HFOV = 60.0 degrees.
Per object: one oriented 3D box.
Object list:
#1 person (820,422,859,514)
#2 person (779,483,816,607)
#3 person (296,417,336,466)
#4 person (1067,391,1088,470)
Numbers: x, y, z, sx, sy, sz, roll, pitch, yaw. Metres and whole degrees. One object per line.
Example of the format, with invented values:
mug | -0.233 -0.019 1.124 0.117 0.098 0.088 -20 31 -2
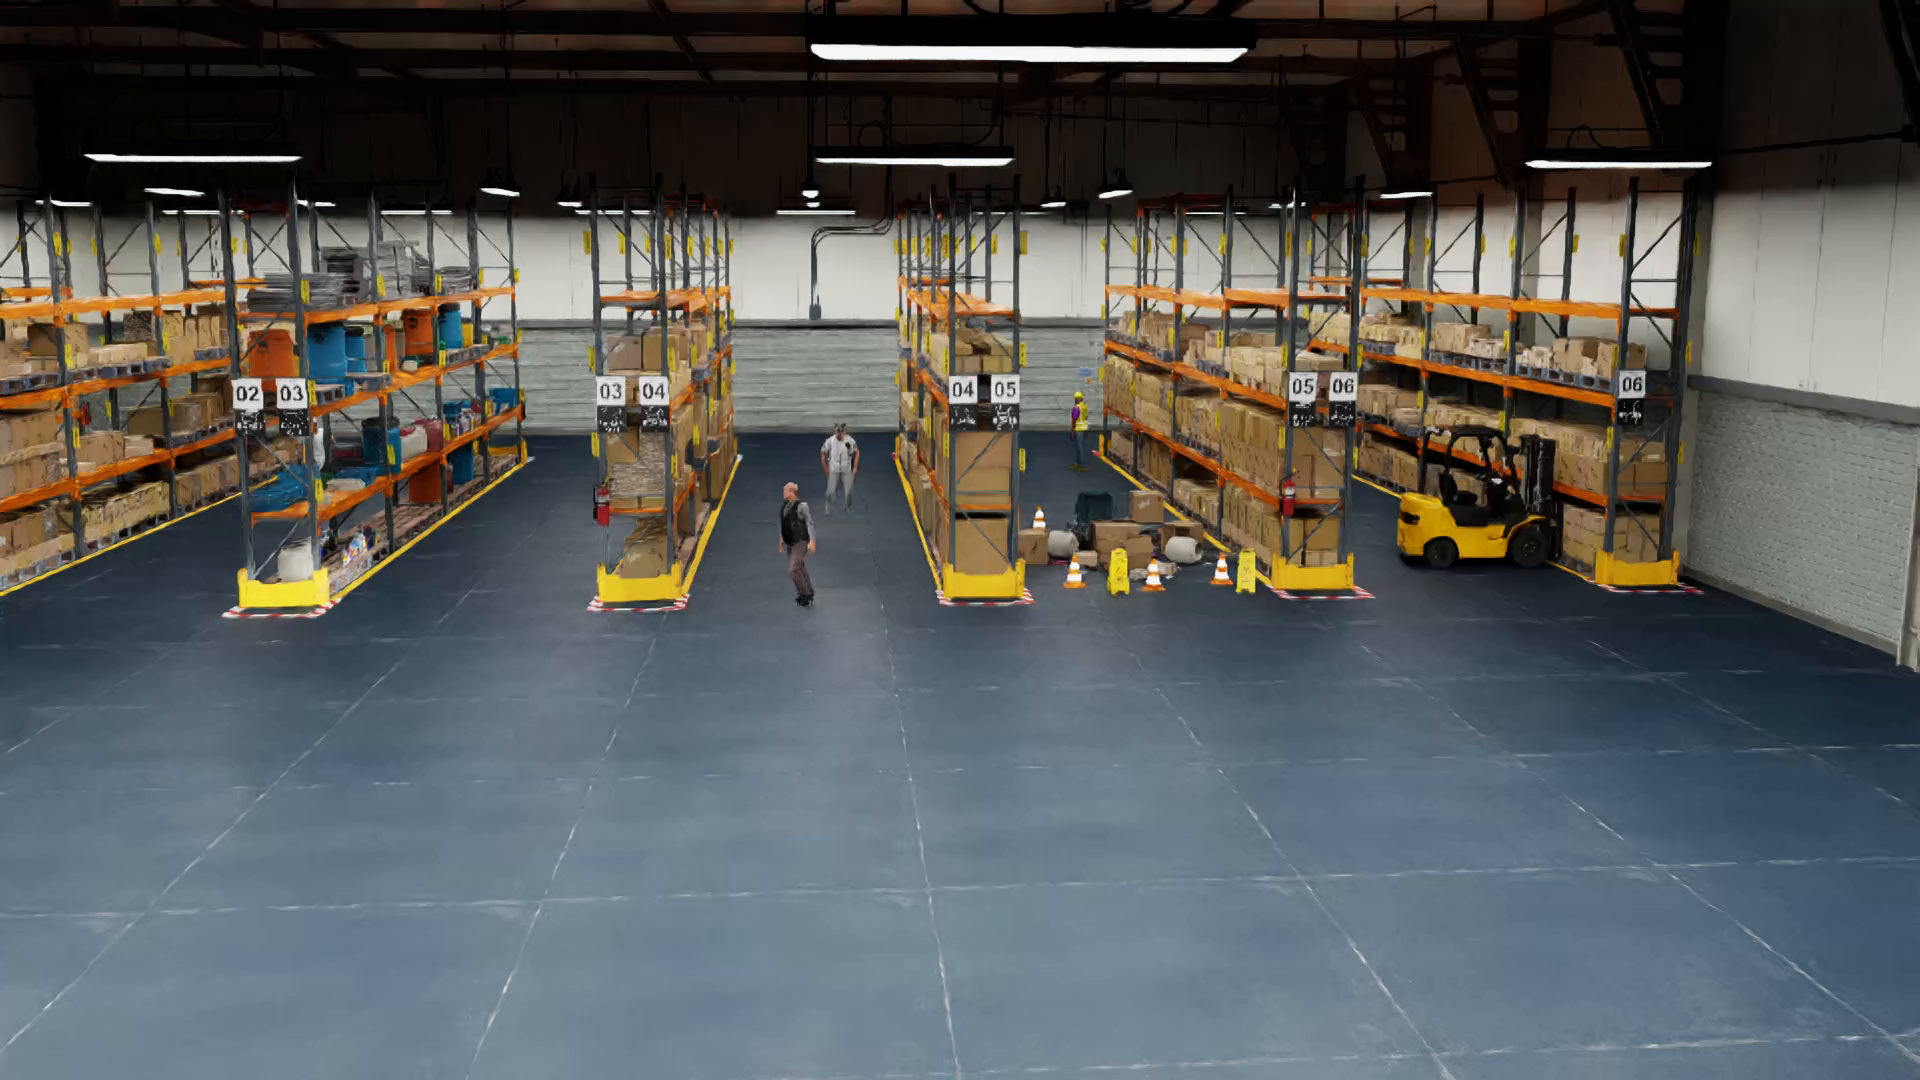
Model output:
person | -2.134 -1.285 29.559 0.682 1.681 0.535 -1 10 -7
person | -2.289 0.037 23.495 0.507 1.707 0.648 -8 13 -39
person | -12.743 -1.622 32.927 0.721 1.716 0.843 0 10 1
person | 2.659 -2.483 37.593 0.580 1.763 0.673 5 11 26
